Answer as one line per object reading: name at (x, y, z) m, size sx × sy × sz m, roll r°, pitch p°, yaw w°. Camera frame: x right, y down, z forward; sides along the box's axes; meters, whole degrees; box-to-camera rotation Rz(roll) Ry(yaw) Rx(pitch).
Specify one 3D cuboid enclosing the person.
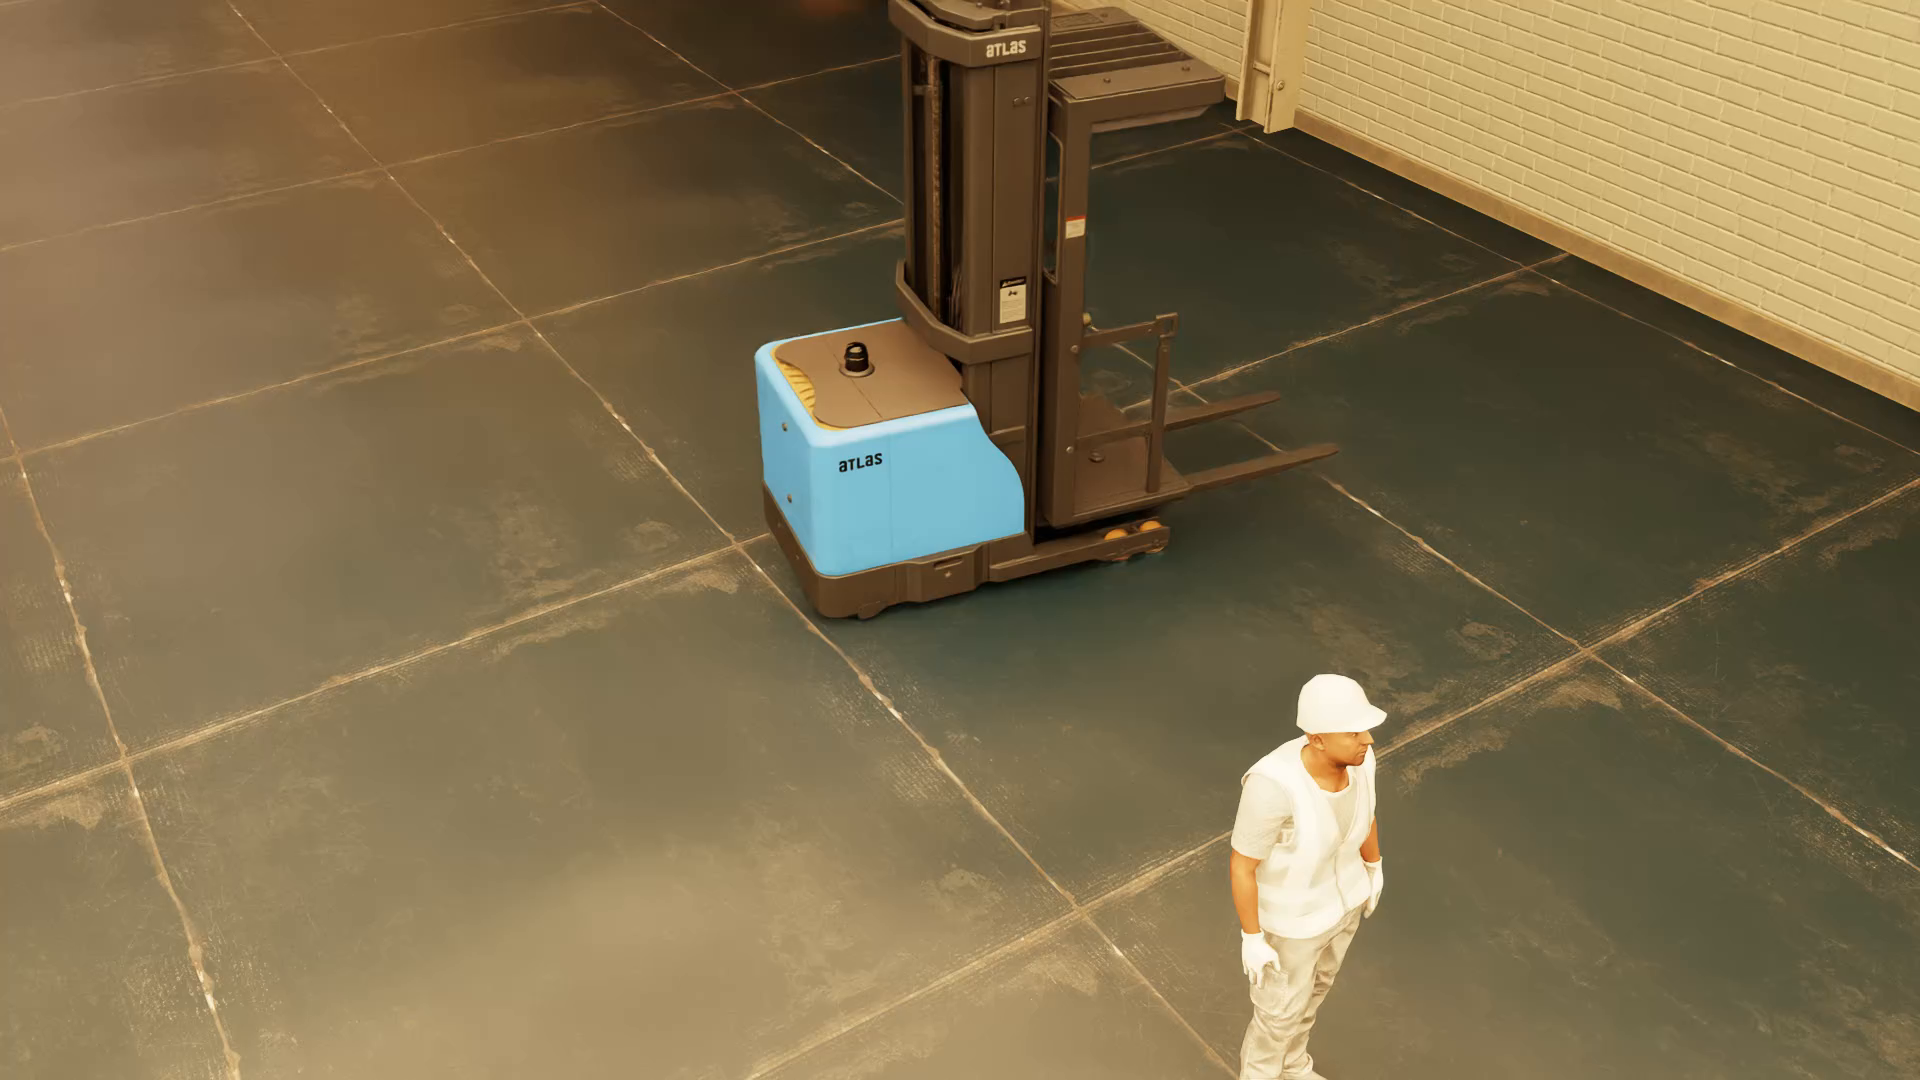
person at (1.179, 1.225, 5.390) m, size 0.656 × 1.781 × 0.577 m, roll -25°, pitch 42°, yaw -31°

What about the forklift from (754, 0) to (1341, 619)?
forklift at (0.539, -1.355, 8.076) m, size 3.031 × 2.935 × 1.130 m, roll -13°, pitch 37°, yaw -18°
